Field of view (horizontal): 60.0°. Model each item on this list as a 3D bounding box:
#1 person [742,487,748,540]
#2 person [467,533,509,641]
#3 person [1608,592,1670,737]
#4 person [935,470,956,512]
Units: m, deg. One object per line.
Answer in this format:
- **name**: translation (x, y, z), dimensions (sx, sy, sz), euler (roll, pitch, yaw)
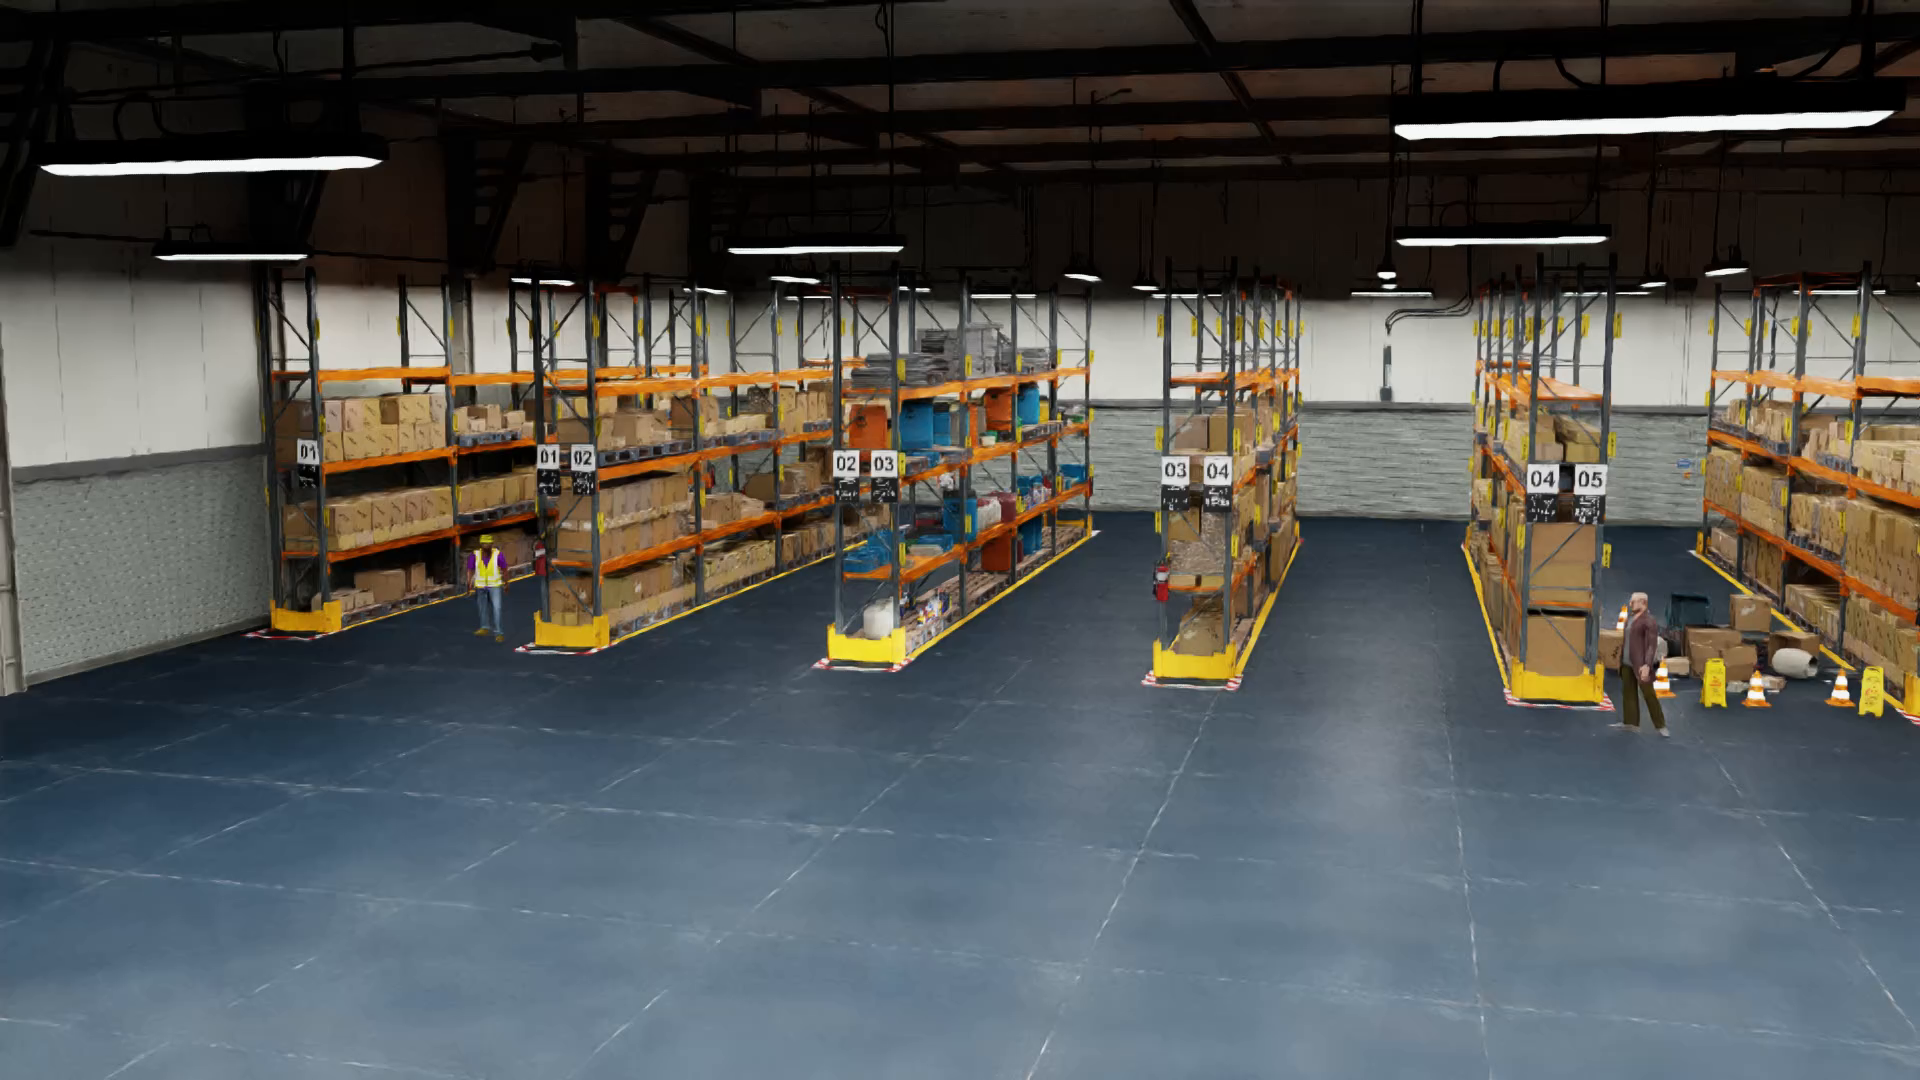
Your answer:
- **person**: translation (-4.734, -0.672, 38.254), dimensions (0.666, 1.673, 0.531), euler (2, 7, 13)
- **person**: translation (-7.644, 0.747, 26.914), dimensions (0.631, 1.731, 0.886), euler (-1, 7, -5)
- **person**: translation (8.469, 1.620, 20.591), dimensions (0.516, 1.588, 0.780), euler (-2, 8, -15)
- **person**: translation (-0.397, -1.534, 44.730), dimensions (0.536, 1.707, 1.036), euler (1, 7, 7)
